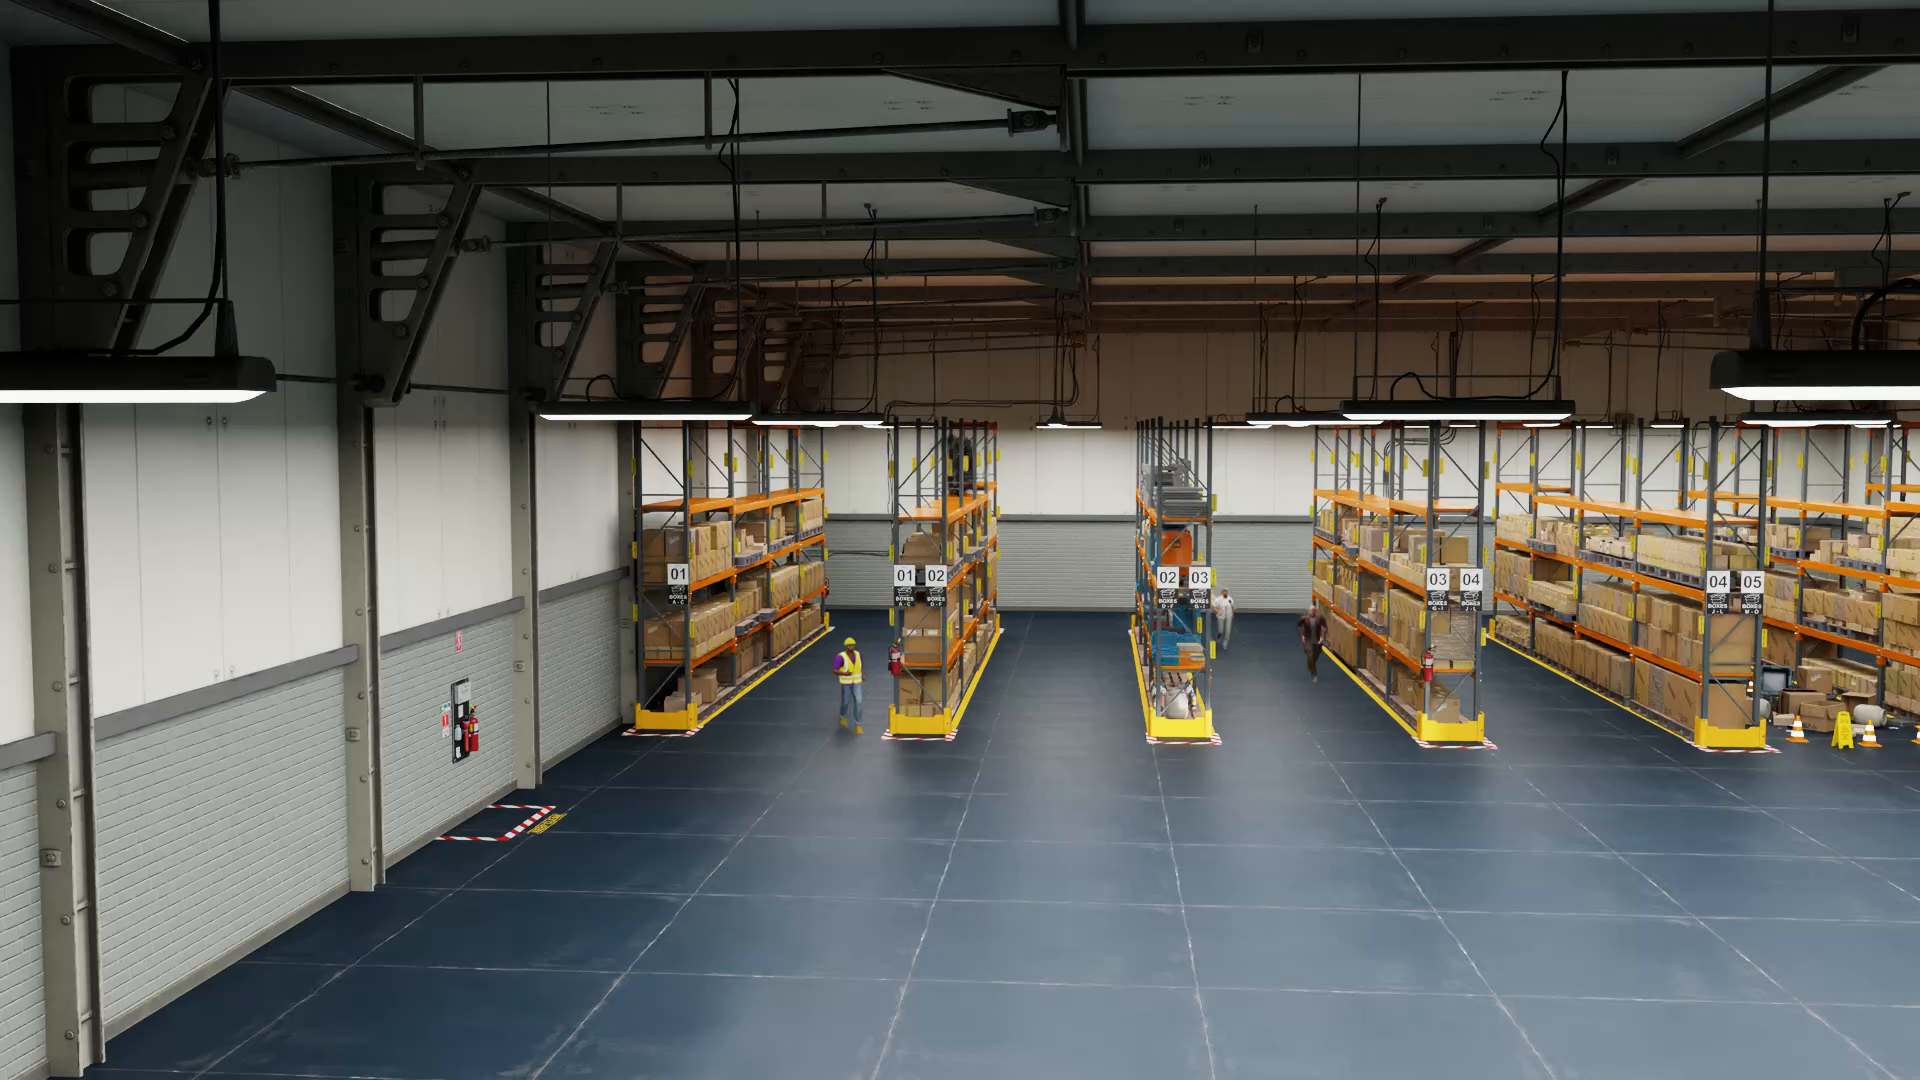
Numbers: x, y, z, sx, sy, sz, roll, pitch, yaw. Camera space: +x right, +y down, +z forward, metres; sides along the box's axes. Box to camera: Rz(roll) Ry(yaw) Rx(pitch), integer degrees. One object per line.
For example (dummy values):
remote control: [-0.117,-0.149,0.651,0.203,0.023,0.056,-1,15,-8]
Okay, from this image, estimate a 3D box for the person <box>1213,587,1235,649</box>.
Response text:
person: [6.969,2.052,43.845,0.595,1.622,0.560,0,4,-5]

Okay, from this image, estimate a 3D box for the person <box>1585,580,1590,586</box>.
person: [16.914,1.947,44.719,0.569,1.736,0.851,0,4,-6]

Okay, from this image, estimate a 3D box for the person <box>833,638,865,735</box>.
person: [-2.110,2.759,31.711,0.681,1.806,0.902,-2,4,-22]

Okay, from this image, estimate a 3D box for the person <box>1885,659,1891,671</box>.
person: [21.174,2.463,38.060,0.573,1.567,0.476,0,4,-4]

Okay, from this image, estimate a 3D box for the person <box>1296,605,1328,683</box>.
person: [8.096,2.371,38.314,0.712,1.777,1.071,0,4,1]
